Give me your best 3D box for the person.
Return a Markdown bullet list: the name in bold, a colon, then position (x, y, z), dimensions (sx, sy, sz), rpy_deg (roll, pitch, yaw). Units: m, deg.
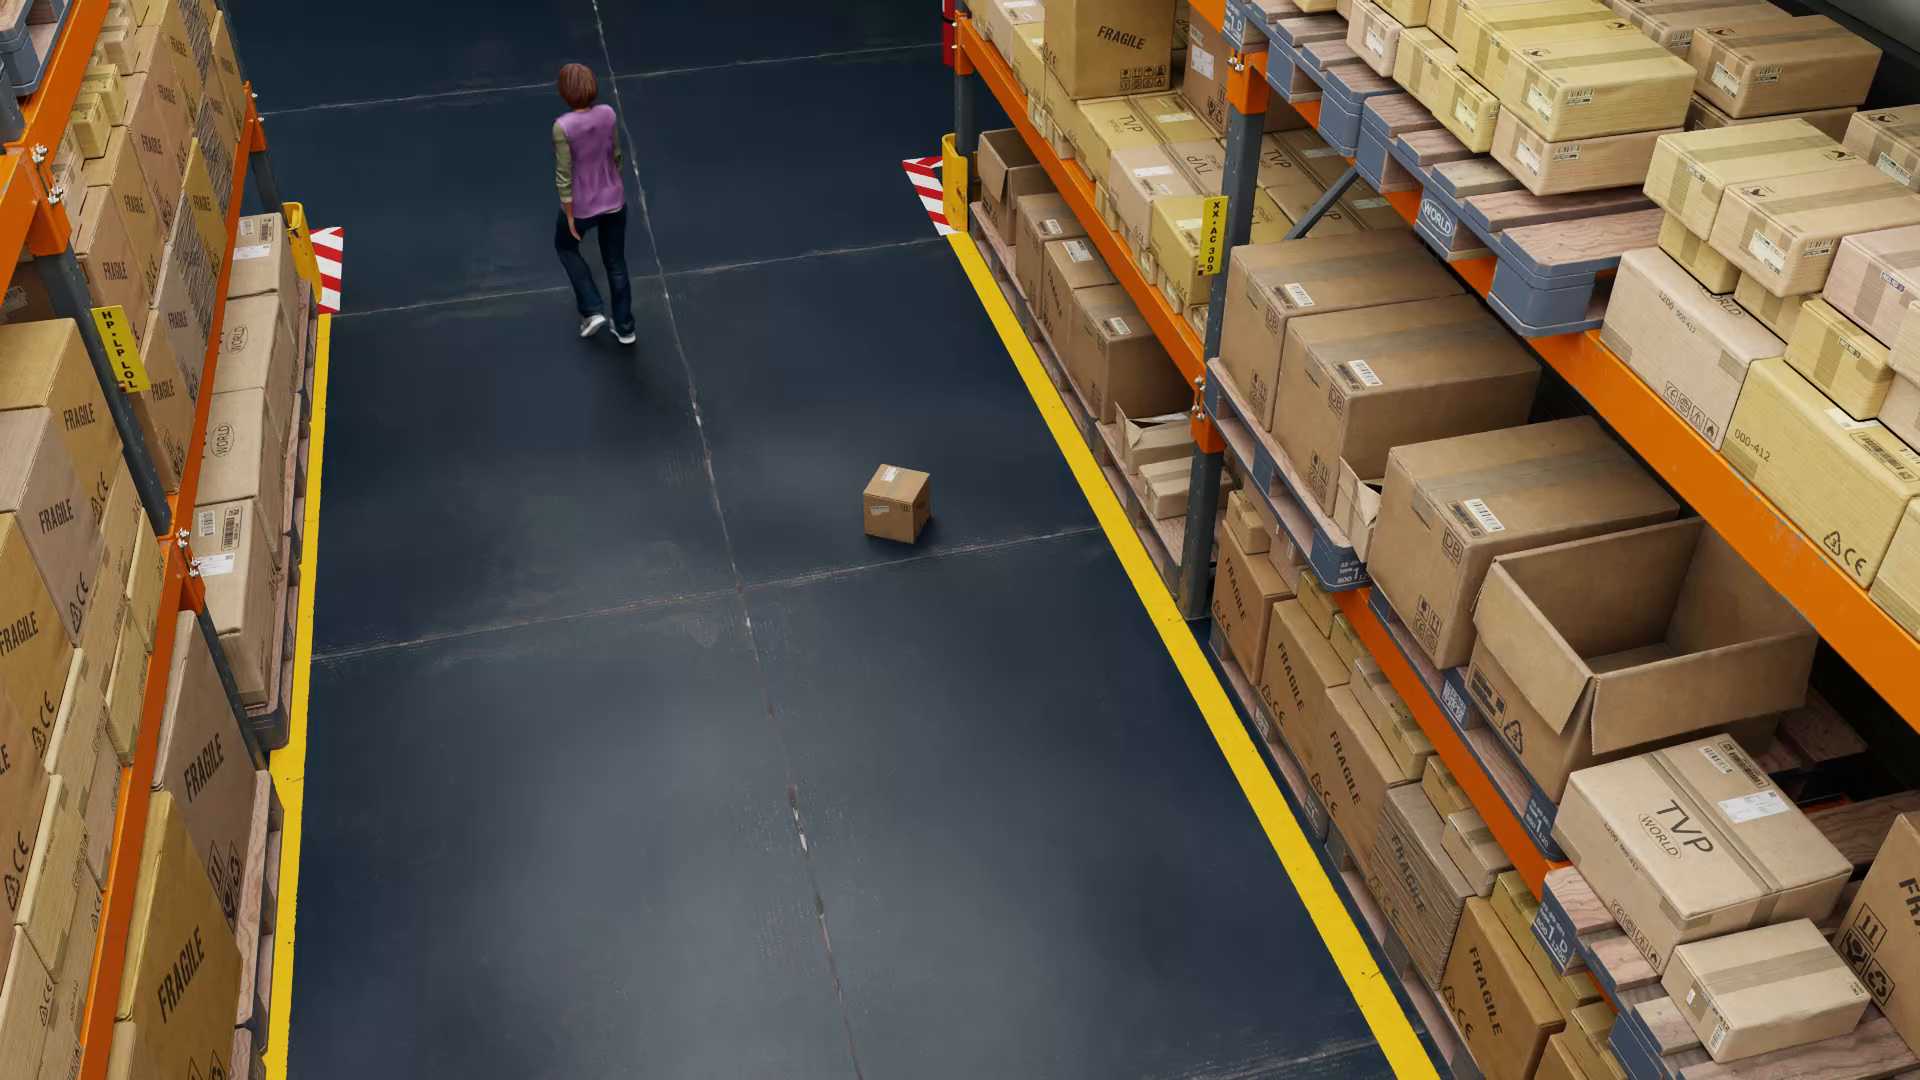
- **person**: position (-1.969, -1.787, 8.934), dimensions (0.430, 1.626, 0.451), rpy_deg (-24, 45, -27)
